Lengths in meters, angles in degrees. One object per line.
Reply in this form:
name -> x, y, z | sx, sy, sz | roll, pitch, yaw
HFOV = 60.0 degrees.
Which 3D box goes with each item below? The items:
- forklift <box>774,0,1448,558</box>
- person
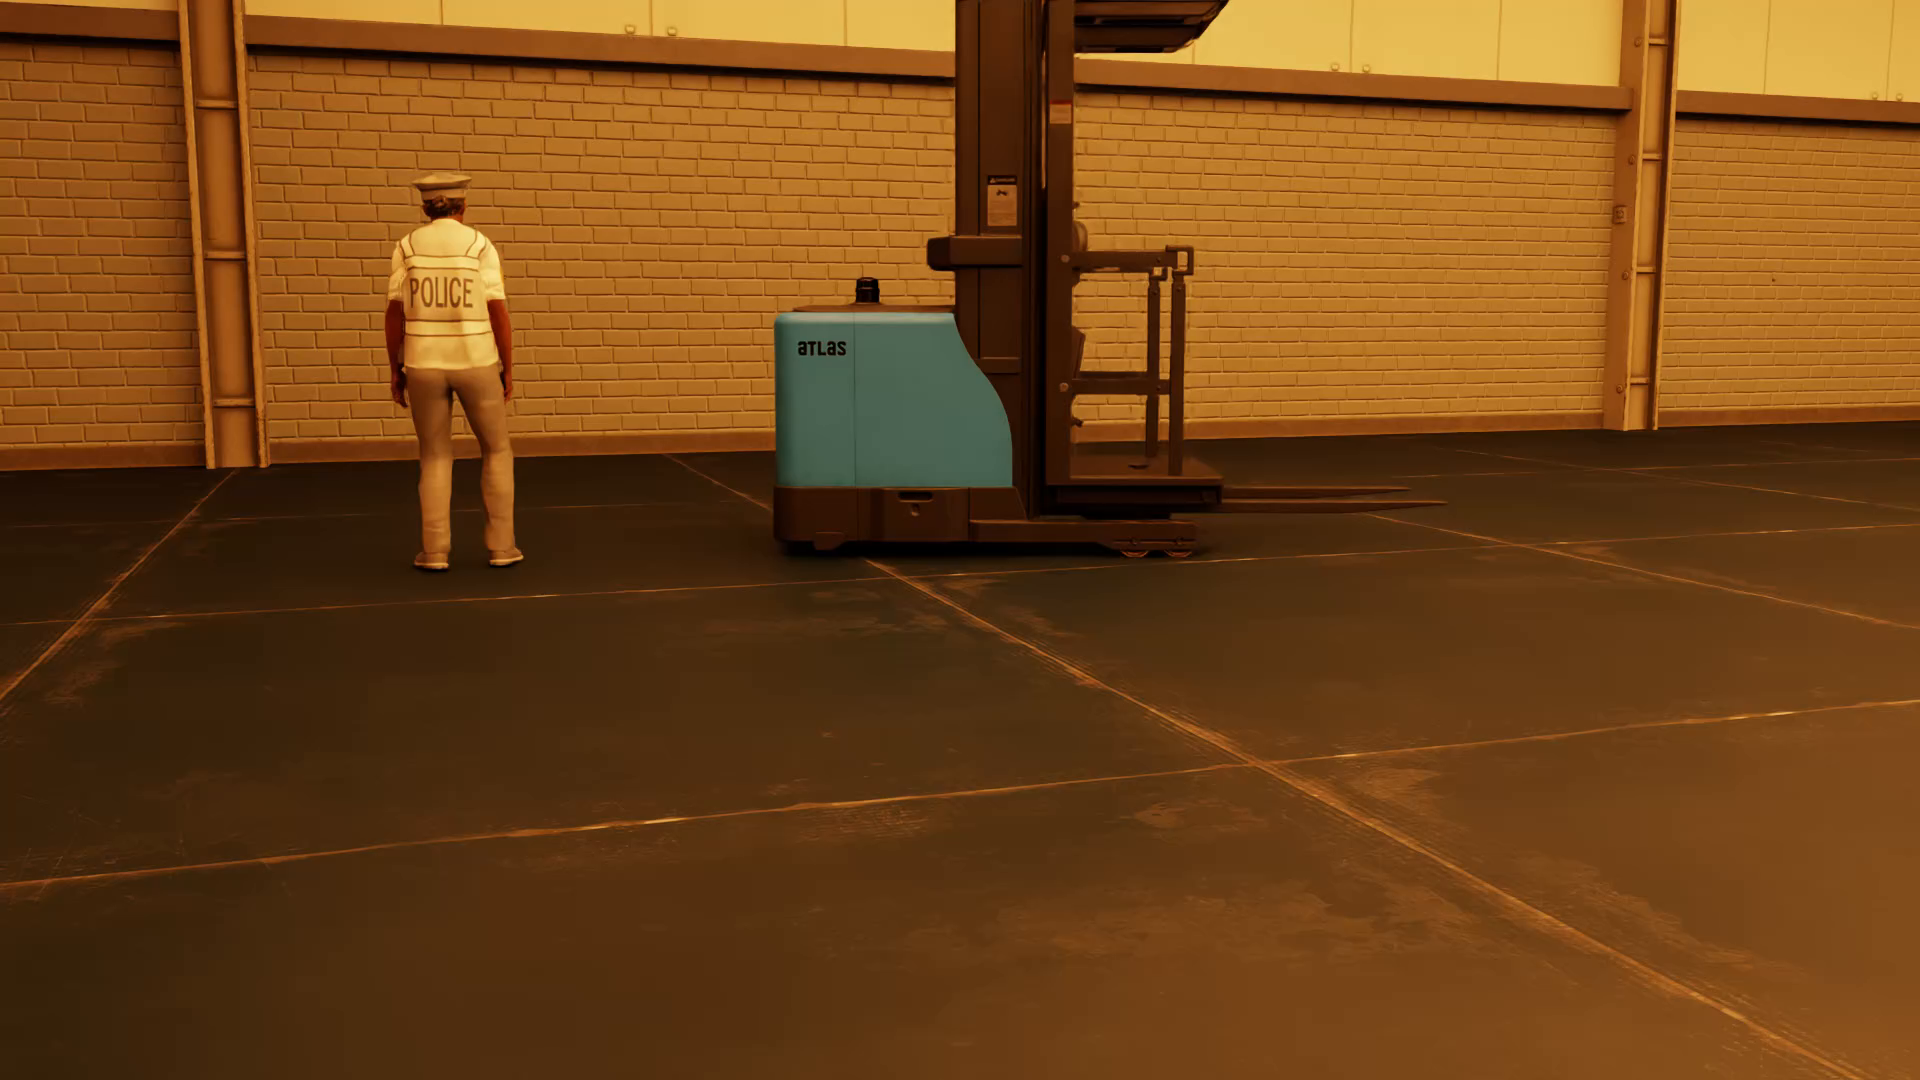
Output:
forklift -> 0.689, -1.444, 7.666 | 3.031, 2.935, 1.130 | 0, 8, 1
person -> -2.134, -0.704, 6.994 | 0.509, 1.653, 0.418 | -1, 8, -7
